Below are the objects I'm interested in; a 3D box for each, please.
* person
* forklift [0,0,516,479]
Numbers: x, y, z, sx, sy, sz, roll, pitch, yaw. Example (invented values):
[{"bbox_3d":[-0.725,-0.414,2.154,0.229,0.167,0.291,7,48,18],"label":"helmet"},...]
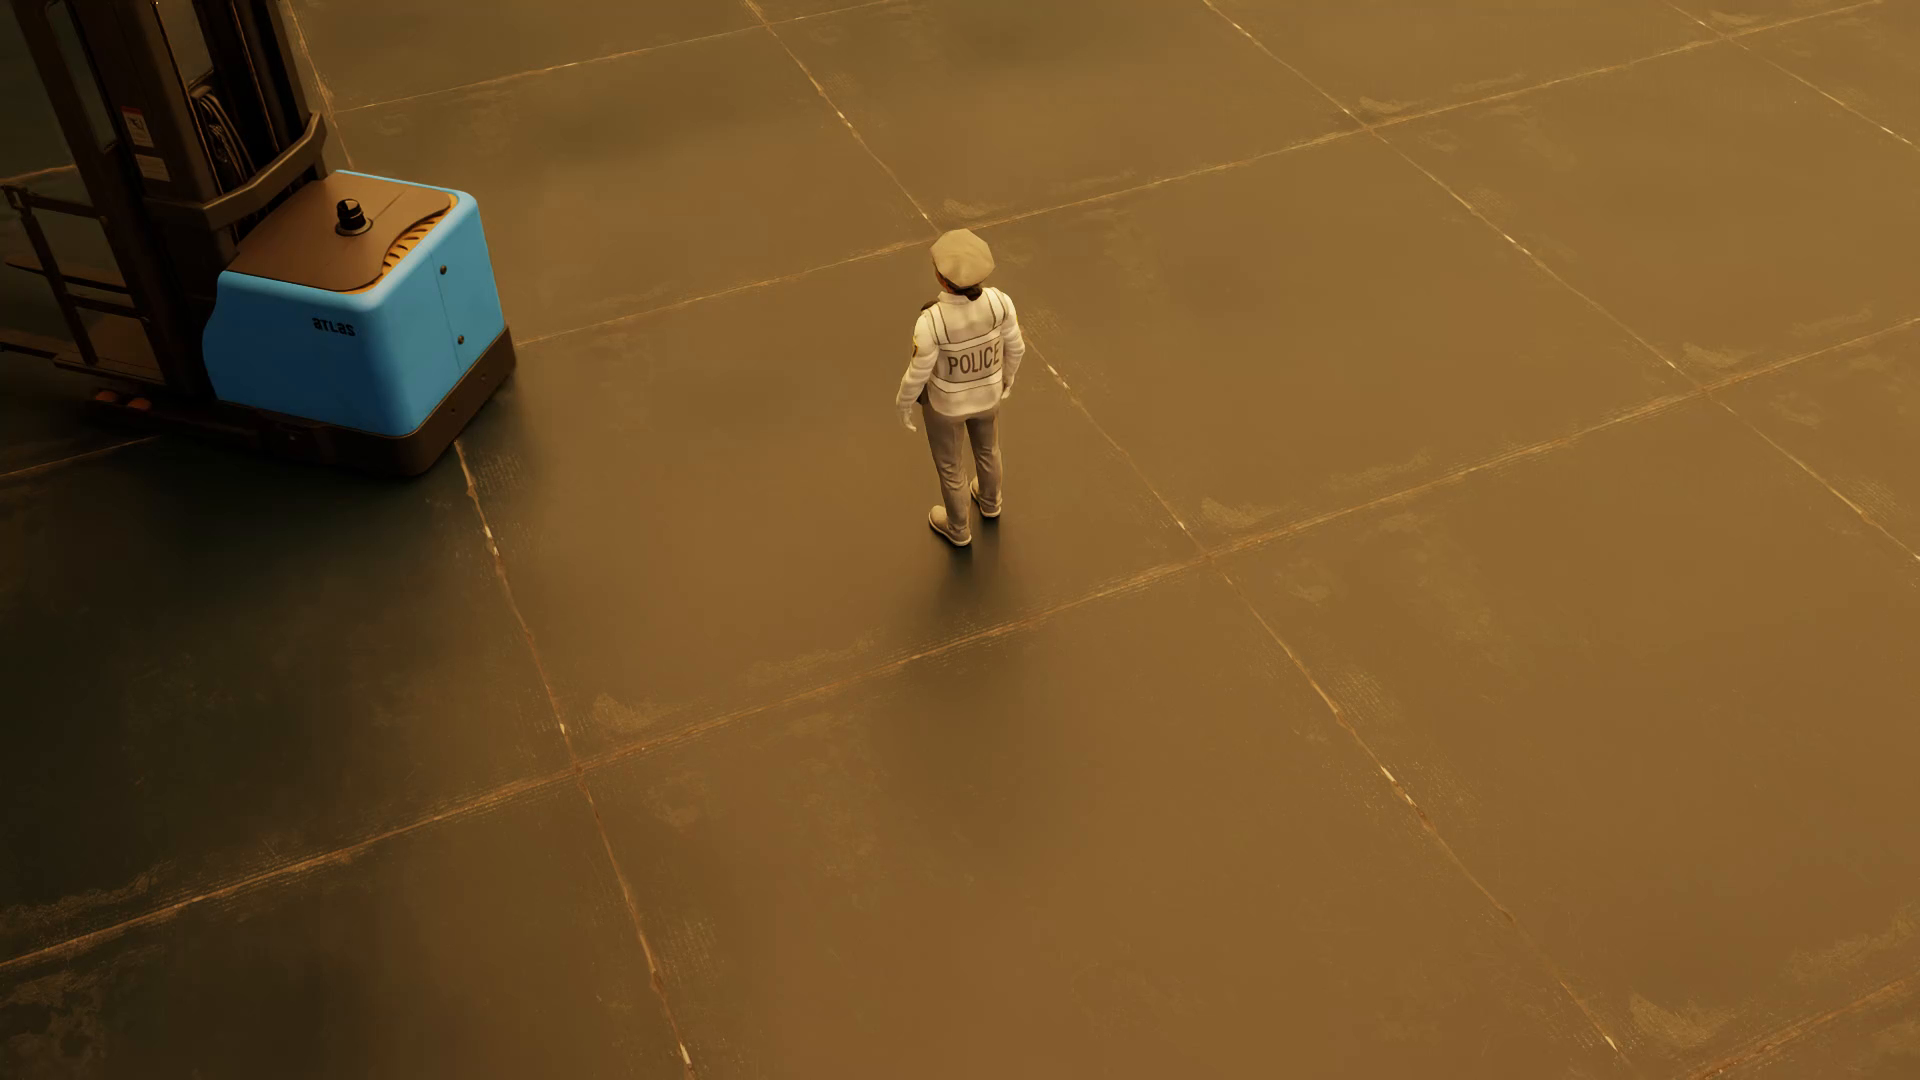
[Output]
[{"bbox_3d":[-0.022,-0.668,7.292,0.587,1.696,0.534,-18,46,-18],"label":"person"},{"bbox_3d":[-3.902,-1.957,7.777,3.031,2.935,1.130,12,44,13],"label":"forklift"}]
